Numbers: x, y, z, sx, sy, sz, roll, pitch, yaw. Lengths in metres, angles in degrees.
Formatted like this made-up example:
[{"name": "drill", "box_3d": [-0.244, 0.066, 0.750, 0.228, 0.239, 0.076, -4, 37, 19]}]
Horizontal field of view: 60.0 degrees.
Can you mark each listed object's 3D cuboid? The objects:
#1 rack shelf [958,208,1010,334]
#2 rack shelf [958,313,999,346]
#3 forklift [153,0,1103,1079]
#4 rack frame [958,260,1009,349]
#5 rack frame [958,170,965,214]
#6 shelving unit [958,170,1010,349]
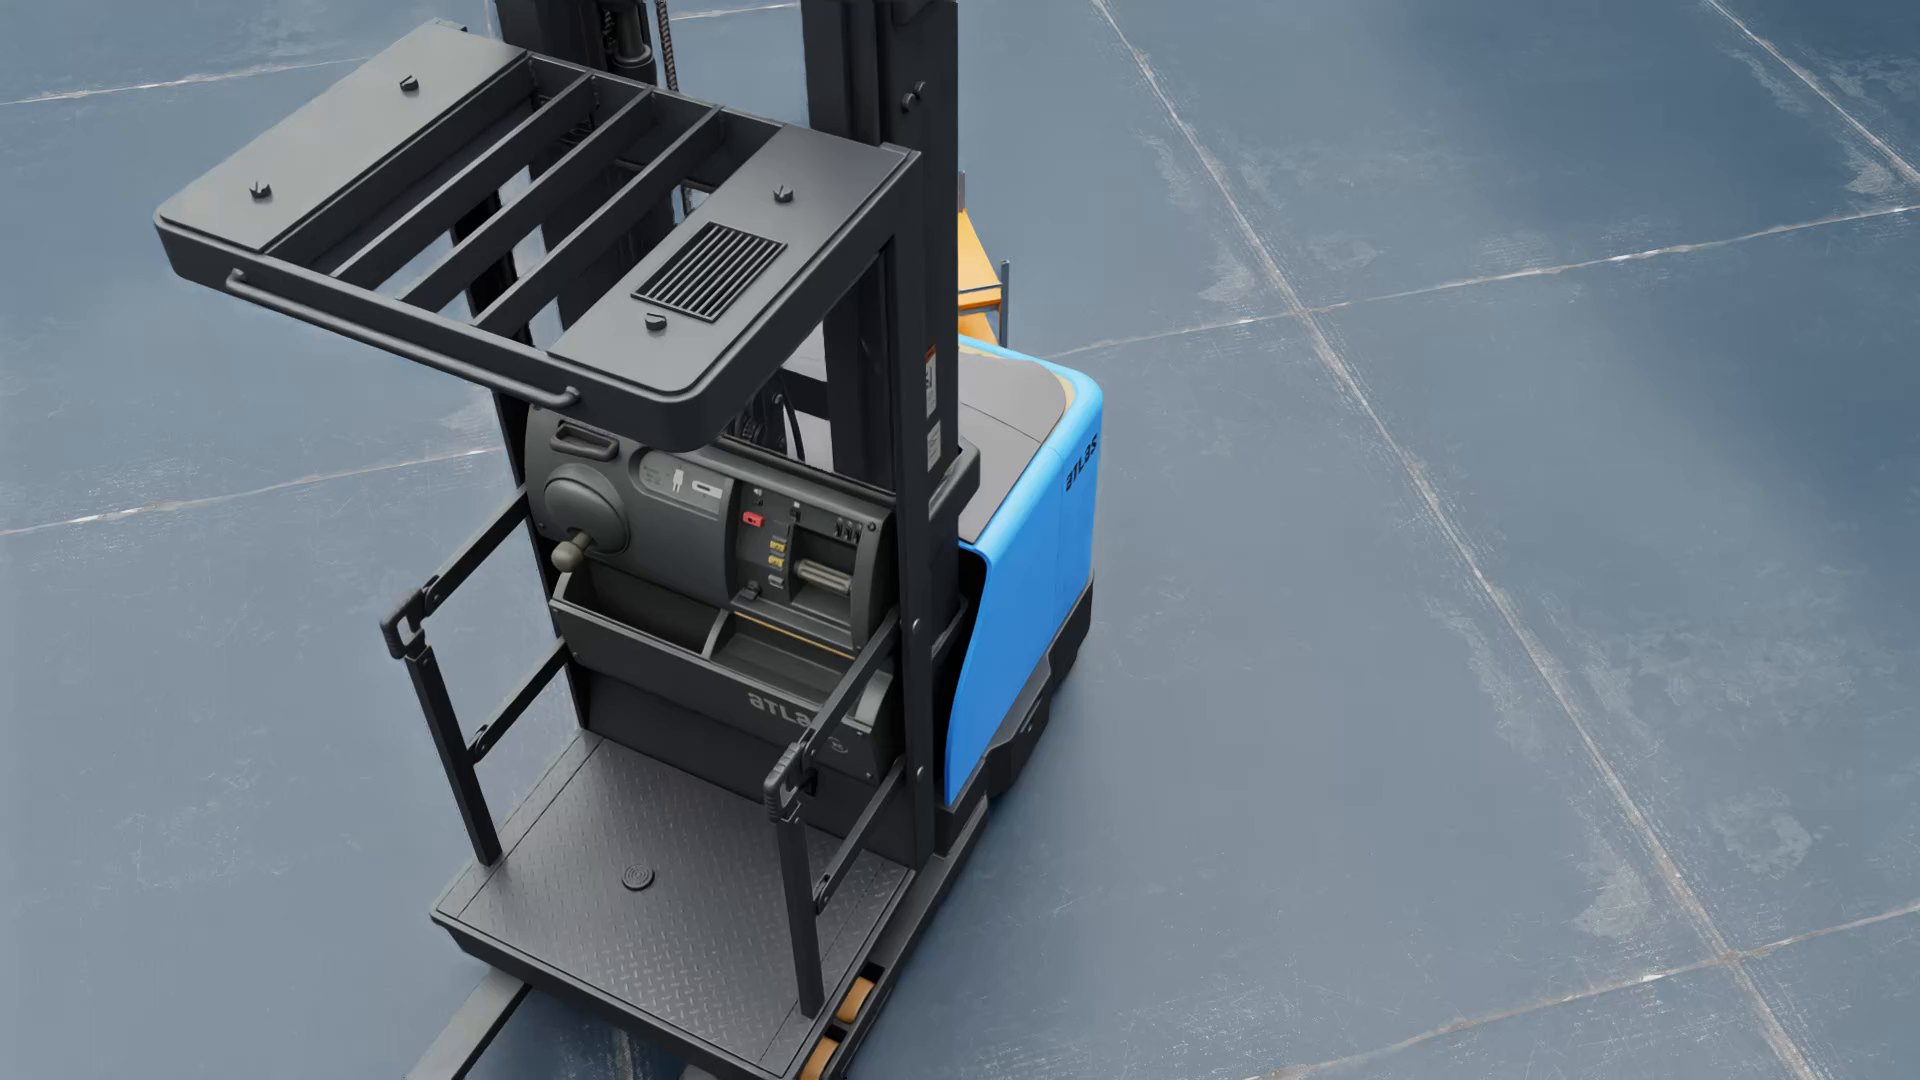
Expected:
[{"name": "rack shelf", "box_3d": [-0.038, -0.817, 5.161, 0.258, 0.148, 0.480, -11, 47, -11]}, {"name": "rack shelf", "box_3d": [-0.038, -0.652, 5.330, 0.258, 0.148, 0.480, -11, 47, -11]}, {"name": "forklift", "box_3d": [-0.688, 0.056, 3.642, 1.130, 2.935, 3.031, 20, 49, 18]}, {"name": "rack frame", "box_3d": [0.027, -0.374, 5.277, 0.240, 1.200, 0.015, -11, 47, -11]}, {"name": "rack frame", "box_3d": [-0.102, -0.710, 5.606, 0.240, 1.200, 0.015, -11, 47, -11]}, {"name": "shelving unit", "box_3d": [-0.038, -0.542, 5.441, 0.258, 1.200, 0.503, -11, 47, -11]}]
